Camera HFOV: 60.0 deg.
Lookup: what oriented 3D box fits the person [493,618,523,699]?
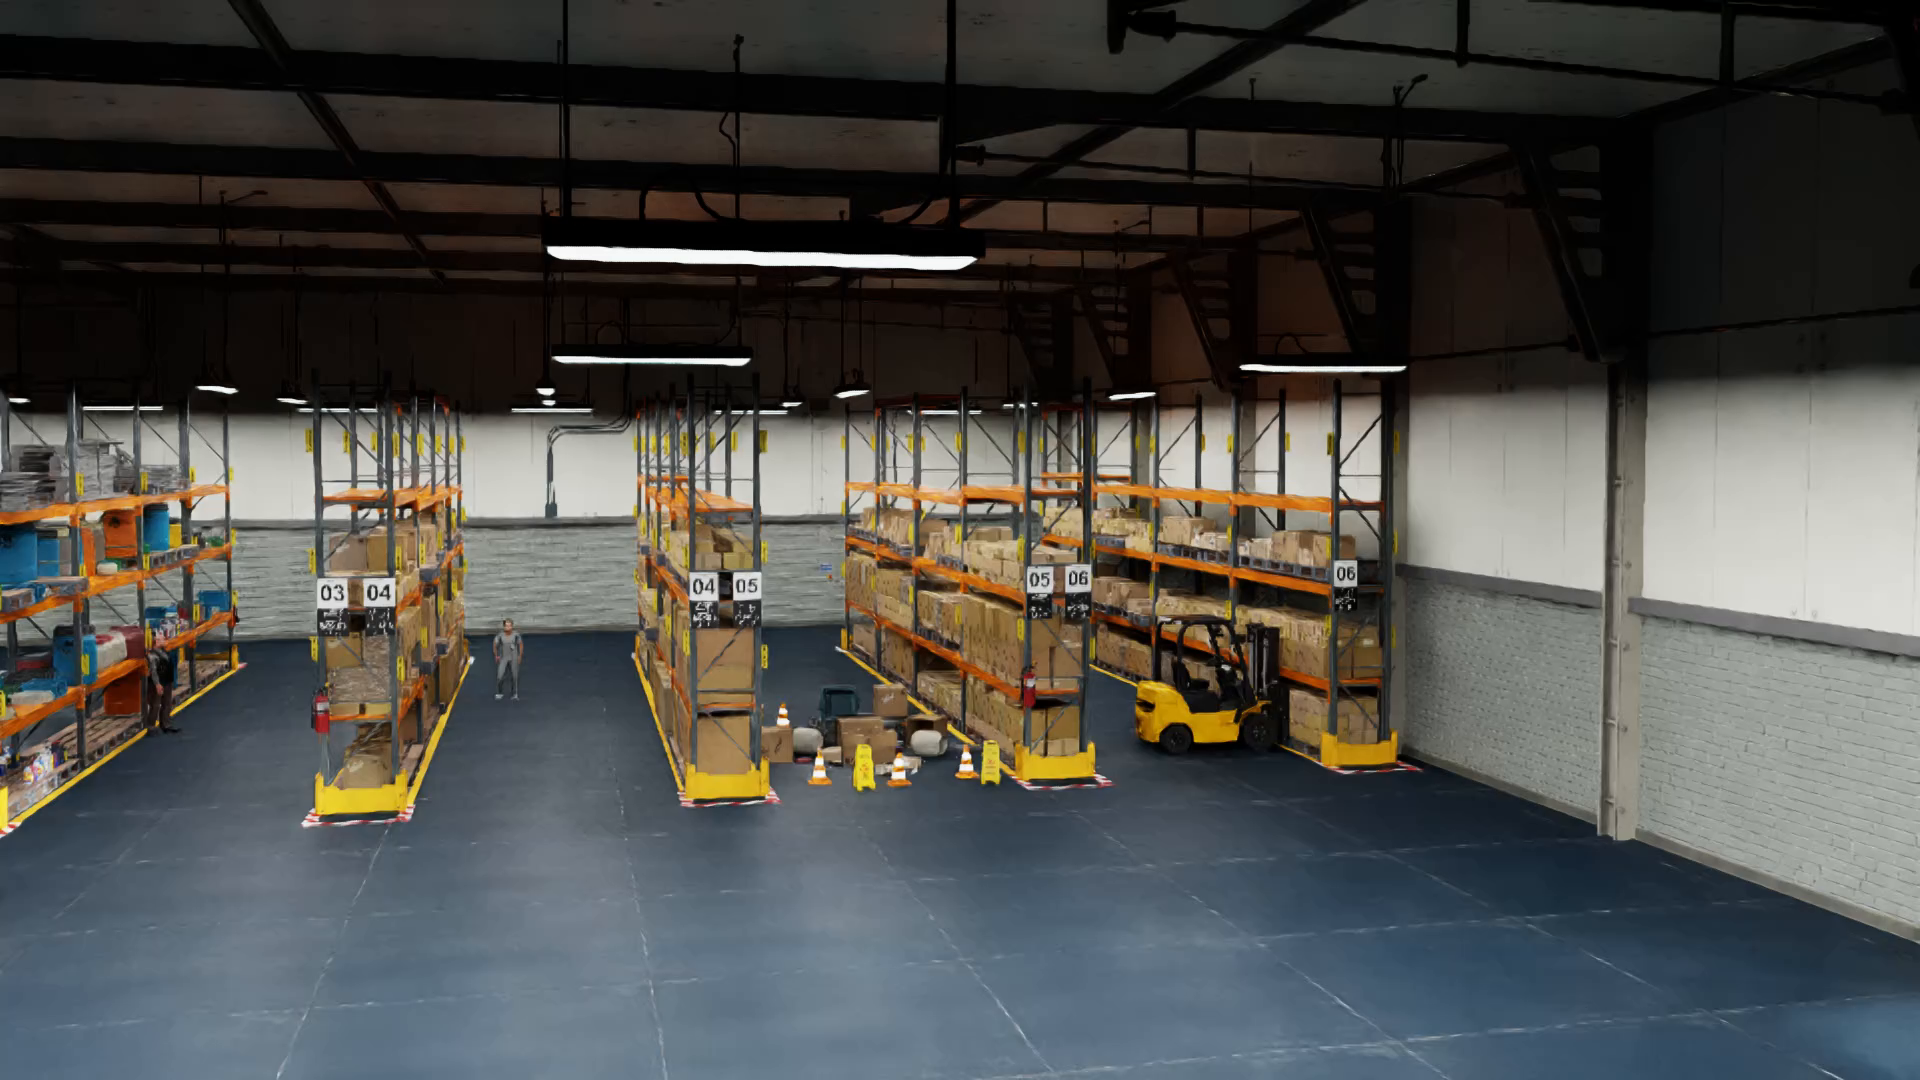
[{"bbox_3d":[-8.844,2.320,32.562,0.580,1.619,0.507,-1,3,-16],"label":"person"}]

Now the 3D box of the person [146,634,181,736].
[{"bbox_3d":[-13.753,2.475,28.582,0.391,1.721,0.678,0,3,5],"label":"person"}]
